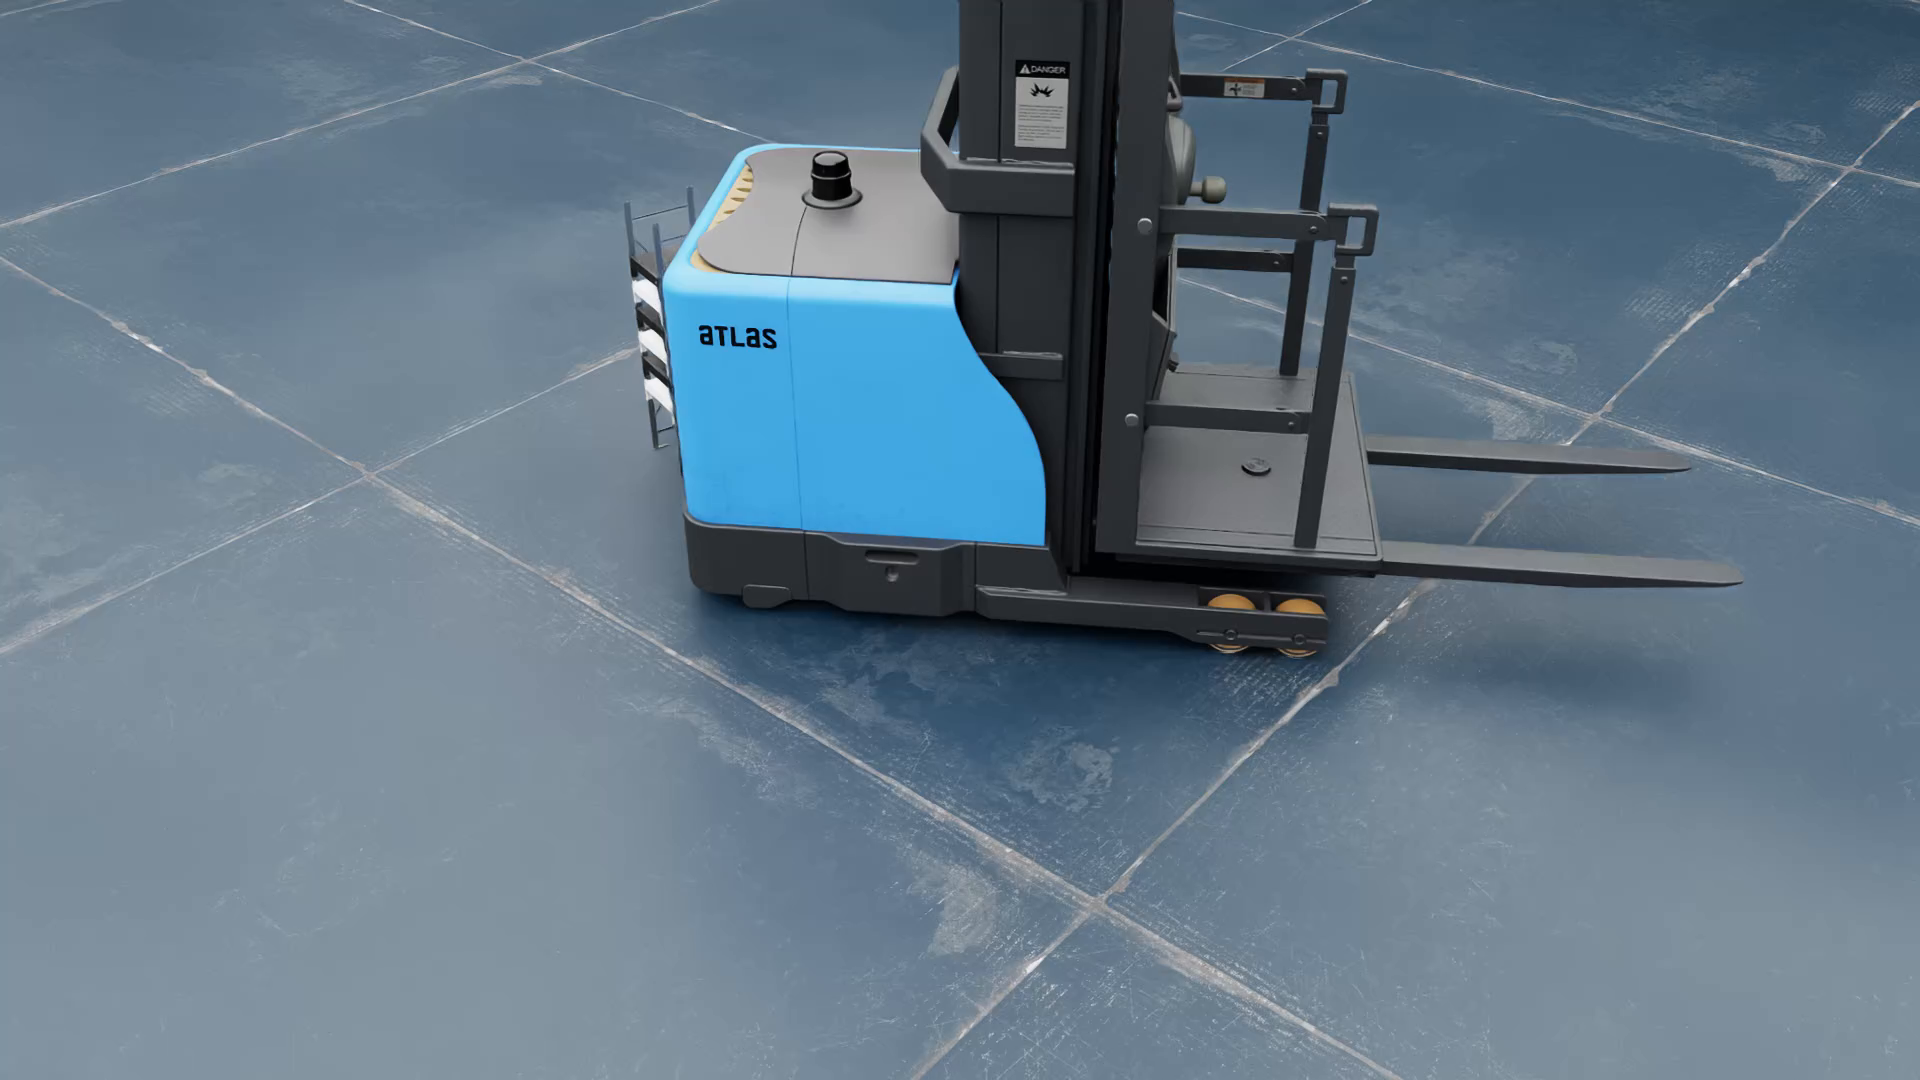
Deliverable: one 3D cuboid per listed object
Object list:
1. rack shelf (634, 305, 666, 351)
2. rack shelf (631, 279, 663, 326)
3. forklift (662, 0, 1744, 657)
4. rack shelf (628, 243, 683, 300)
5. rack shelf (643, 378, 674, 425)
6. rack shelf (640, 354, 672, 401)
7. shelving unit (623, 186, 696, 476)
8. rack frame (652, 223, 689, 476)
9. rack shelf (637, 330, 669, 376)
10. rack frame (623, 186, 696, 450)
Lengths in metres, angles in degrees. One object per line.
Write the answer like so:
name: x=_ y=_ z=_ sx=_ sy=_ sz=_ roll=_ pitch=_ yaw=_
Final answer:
rack shelf: x=-0.895 y=-0.719 z=5.401 sx=0.258 sy=0.077 sz=0.200 roll=-21 pitch=40 yaw=-28
rack shelf: x=-0.895 y=-0.793 z=5.350 sx=0.258 sy=0.077 sz=0.200 roll=-21 pitch=40 yaw=-28
forklift: x=0.746 y=-1.193 z=4.398 sx=3.031 sy=2.935 sz=1.130 roll=4 pitch=35 yaw=5
rack shelf: x=-0.895 y=-0.867 z=5.299 sx=0.258 sy=0.077 sz=0.200 roll=-21 pitch=40 yaw=-28
rack shelf: x=-0.895 y=-0.496 z=5.554 sx=0.258 sy=0.077 sz=0.200 roll=-21 pitch=40 yaw=-28
rack shelf: x=-0.895 y=-0.570 z=5.503 sx=0.258 sy=0.077 sz=0.200 roll=-21 pitch=40 yaw=-28
shelving unit: x=-0.895 y=-0.672 z=5.433 sx=0.258 sy=0.900 sz=0.210 roll=-21 pitch=40 yaw=-28
rack frame: x=-0.837 y=-0.625 z=5.364 sx=0.240 sy=0.900 sz=0.006 roll=-21 pitch=40 yaw=-28
rack shelf: x=-0.895 y=-0.645 z=5.452 sx=0.258 sy=0.077 sz=0.200 roll=-21 pitch=40 yaw=-28
rack frame: x=-0.953 y=-0.719 z=5.502 sx=0.240 sy=0.900 sz=0.006 roll=-21 pitch=40 yaw=-28
